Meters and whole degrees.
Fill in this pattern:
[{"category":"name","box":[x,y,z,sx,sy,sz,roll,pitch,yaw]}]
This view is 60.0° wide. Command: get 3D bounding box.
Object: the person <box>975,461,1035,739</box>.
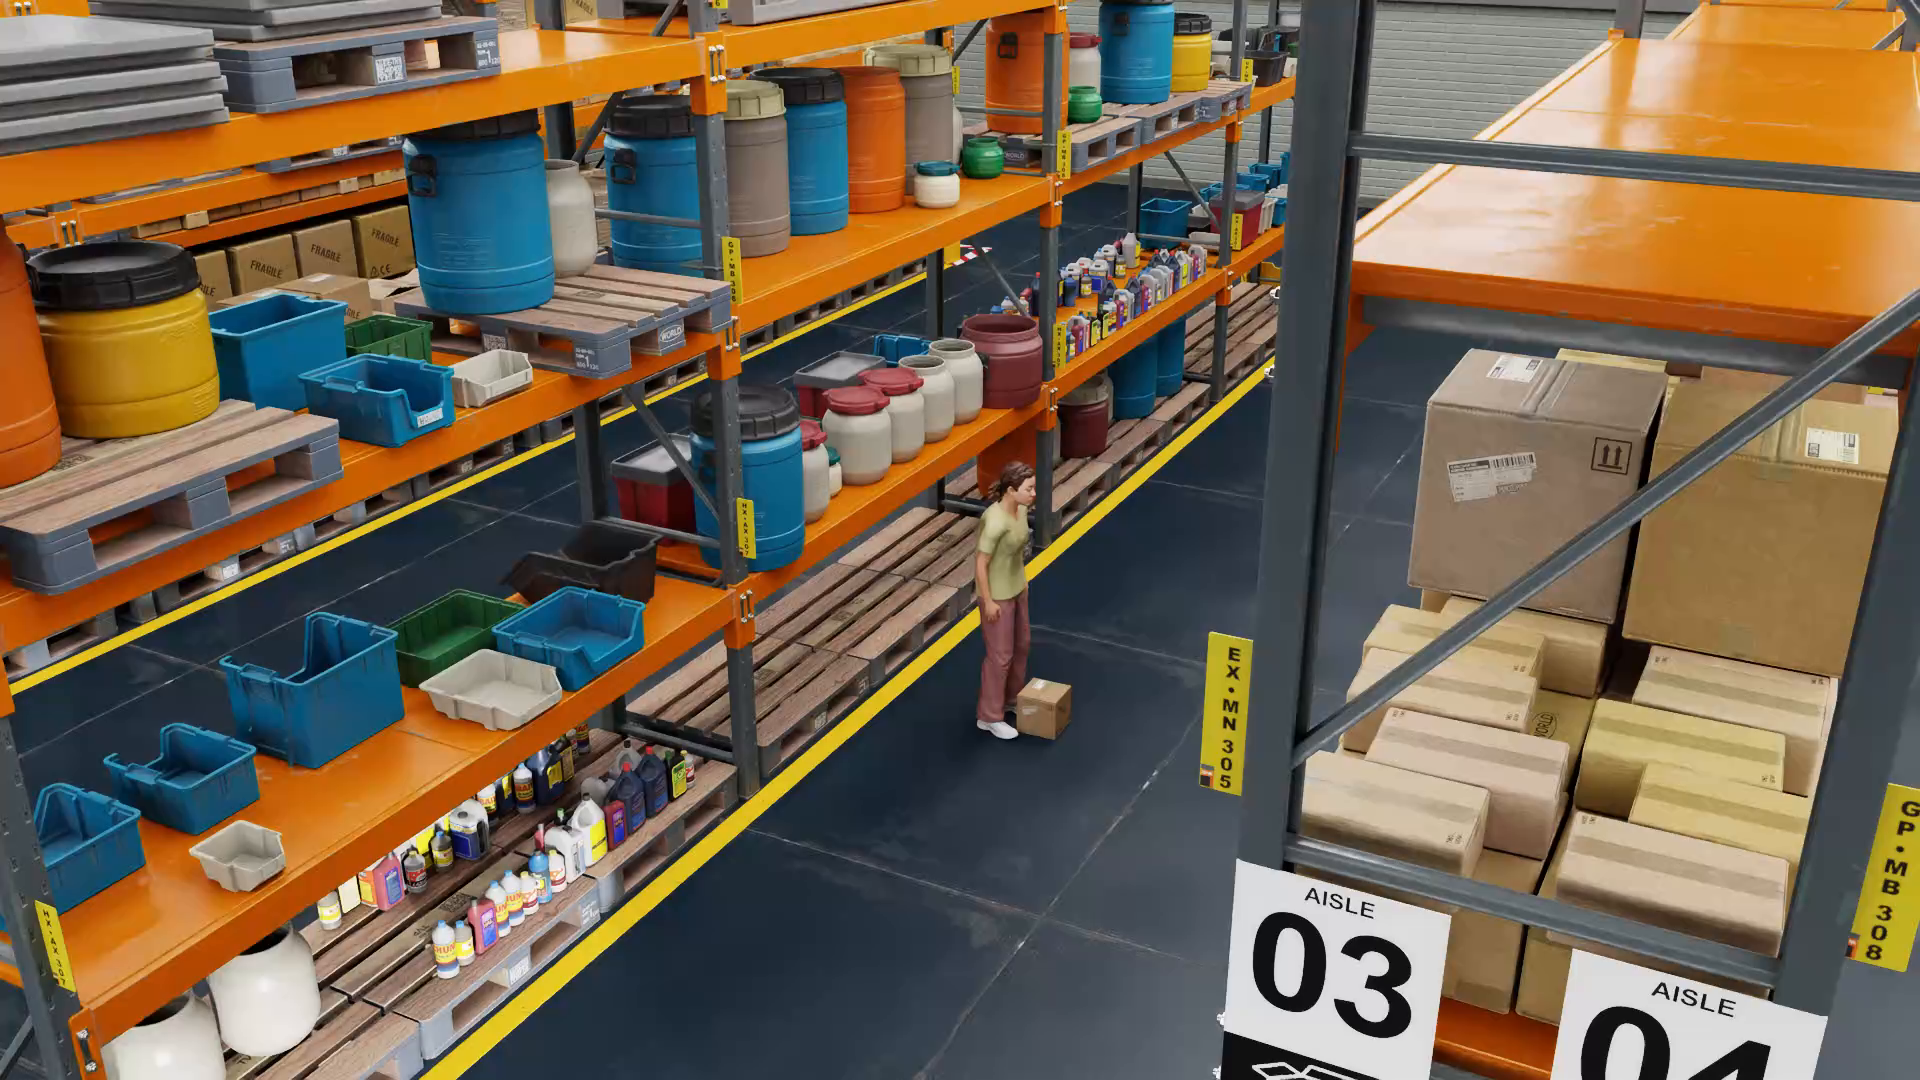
[{"category":"person","box":[0.279,0.321,9.834,0.360,1.672,0.498,11,25,25]}]
